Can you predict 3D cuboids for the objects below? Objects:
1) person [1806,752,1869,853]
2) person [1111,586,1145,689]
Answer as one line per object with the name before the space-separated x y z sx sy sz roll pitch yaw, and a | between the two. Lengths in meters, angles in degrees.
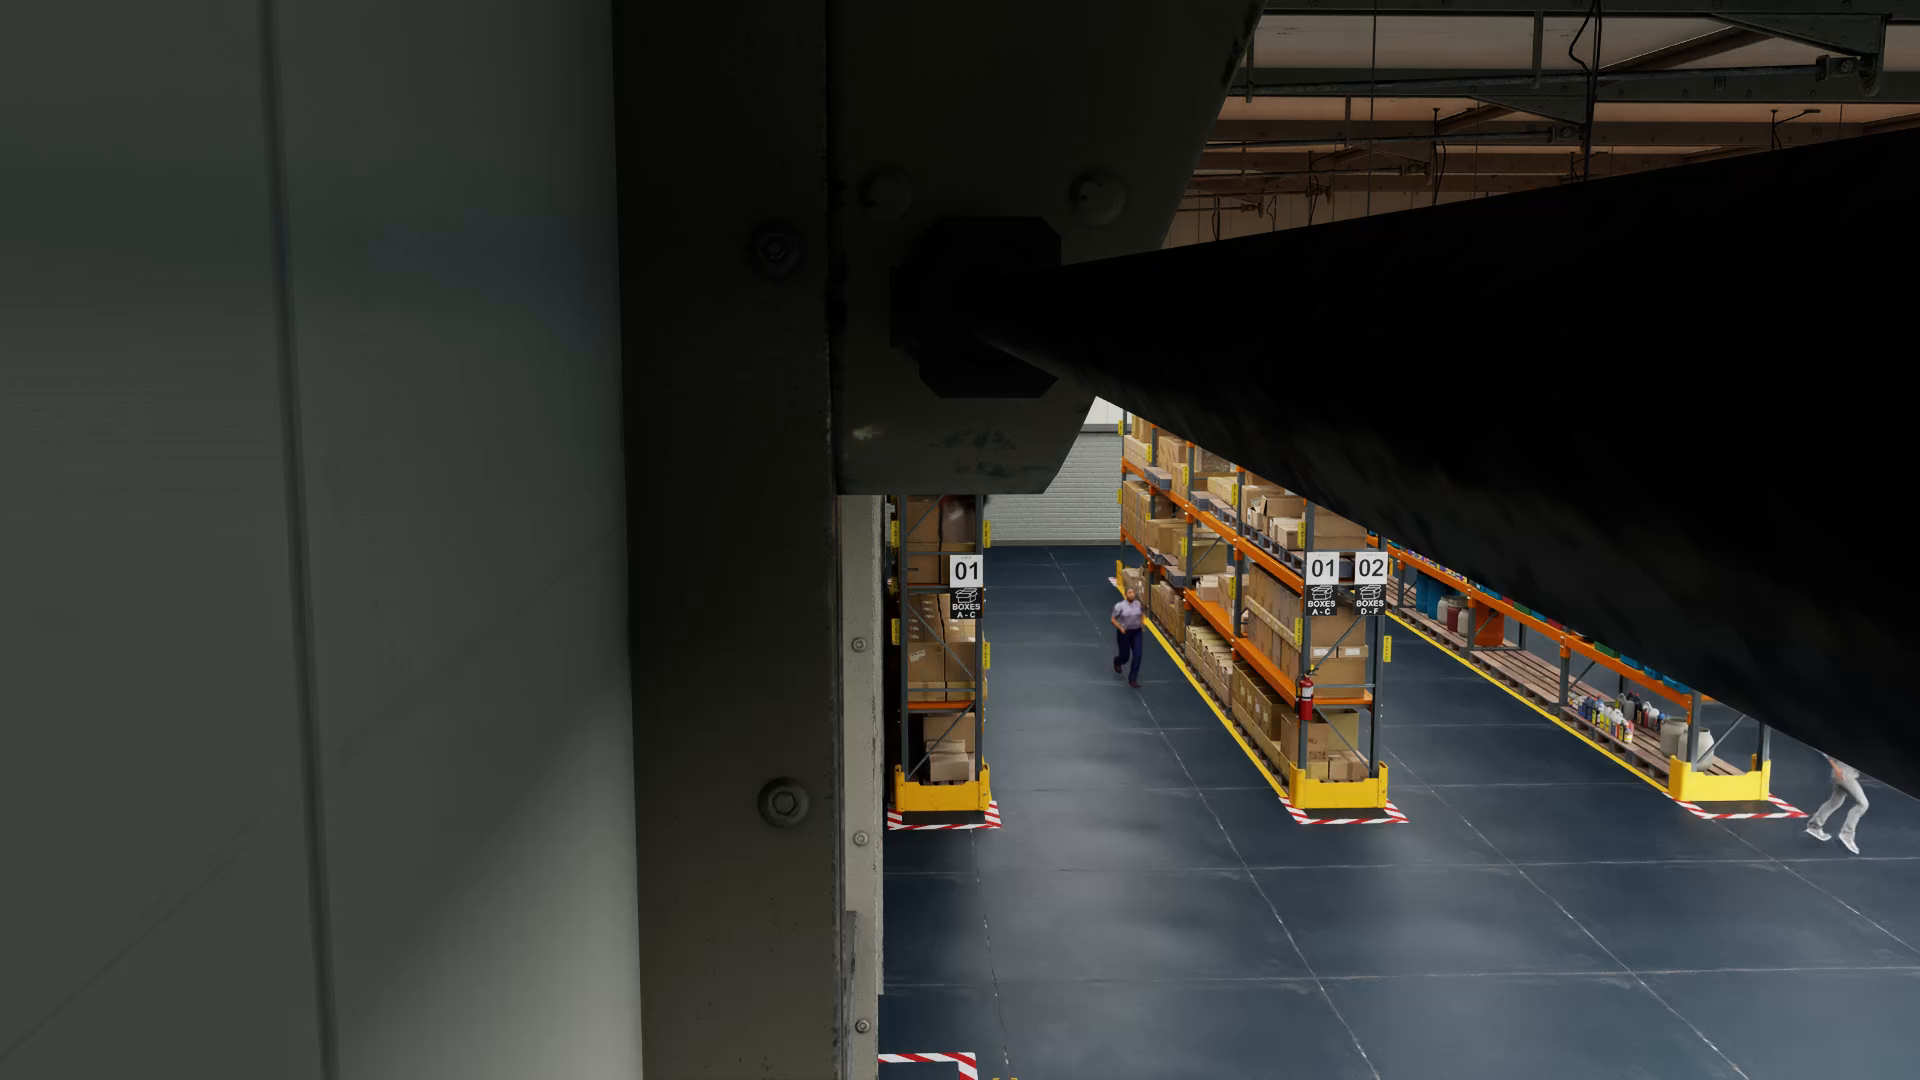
person | 10.139 2.790 19.094 0.691 1.538 0.513 6 10 34
person | 2.757 1.556 27.119 0.608 1.628 0.759 -2 9 -14
